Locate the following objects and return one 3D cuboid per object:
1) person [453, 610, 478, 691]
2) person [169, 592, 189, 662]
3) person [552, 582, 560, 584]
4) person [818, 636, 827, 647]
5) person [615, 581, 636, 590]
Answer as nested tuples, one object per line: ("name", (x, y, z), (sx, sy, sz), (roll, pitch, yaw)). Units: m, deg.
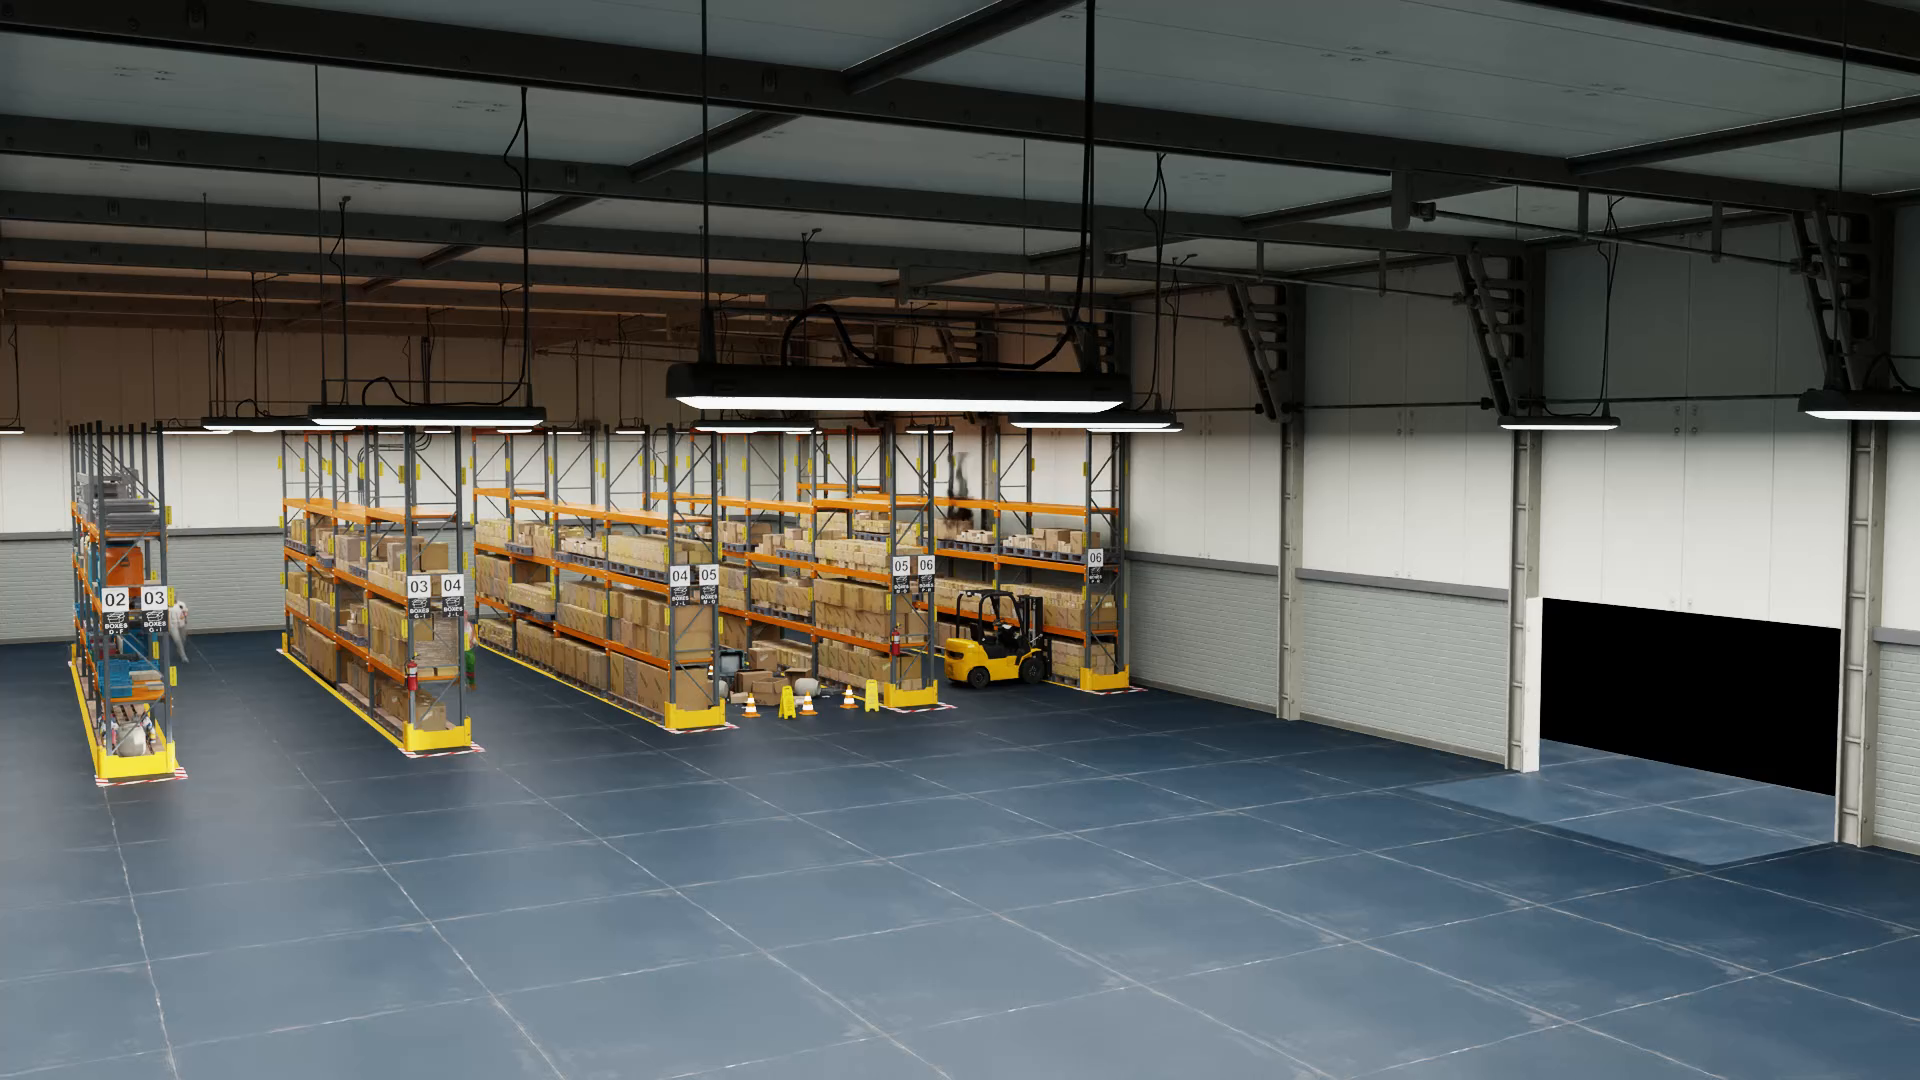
("person", (-11.242, 2.484, 37.711), (0.676, 1.796, 0.972), (-3, 5, -43))
("person", (-20.085, 2.204, 42.566), (0.674, 1.782, 0.978), (-3, 5, -41))
("person", (-11.482, 1.993, 47.321), (0.594, 1.718, 0.605), (-2, 4, -33))
("person", (-3.504, 2.202, 43.158), (0.601, 1.769, 0.831), (-2, 4, -25))
("person", (-10.355, 1.626, 51.547), (0.644, 1.783, 0.948), (3, 4, 37))
